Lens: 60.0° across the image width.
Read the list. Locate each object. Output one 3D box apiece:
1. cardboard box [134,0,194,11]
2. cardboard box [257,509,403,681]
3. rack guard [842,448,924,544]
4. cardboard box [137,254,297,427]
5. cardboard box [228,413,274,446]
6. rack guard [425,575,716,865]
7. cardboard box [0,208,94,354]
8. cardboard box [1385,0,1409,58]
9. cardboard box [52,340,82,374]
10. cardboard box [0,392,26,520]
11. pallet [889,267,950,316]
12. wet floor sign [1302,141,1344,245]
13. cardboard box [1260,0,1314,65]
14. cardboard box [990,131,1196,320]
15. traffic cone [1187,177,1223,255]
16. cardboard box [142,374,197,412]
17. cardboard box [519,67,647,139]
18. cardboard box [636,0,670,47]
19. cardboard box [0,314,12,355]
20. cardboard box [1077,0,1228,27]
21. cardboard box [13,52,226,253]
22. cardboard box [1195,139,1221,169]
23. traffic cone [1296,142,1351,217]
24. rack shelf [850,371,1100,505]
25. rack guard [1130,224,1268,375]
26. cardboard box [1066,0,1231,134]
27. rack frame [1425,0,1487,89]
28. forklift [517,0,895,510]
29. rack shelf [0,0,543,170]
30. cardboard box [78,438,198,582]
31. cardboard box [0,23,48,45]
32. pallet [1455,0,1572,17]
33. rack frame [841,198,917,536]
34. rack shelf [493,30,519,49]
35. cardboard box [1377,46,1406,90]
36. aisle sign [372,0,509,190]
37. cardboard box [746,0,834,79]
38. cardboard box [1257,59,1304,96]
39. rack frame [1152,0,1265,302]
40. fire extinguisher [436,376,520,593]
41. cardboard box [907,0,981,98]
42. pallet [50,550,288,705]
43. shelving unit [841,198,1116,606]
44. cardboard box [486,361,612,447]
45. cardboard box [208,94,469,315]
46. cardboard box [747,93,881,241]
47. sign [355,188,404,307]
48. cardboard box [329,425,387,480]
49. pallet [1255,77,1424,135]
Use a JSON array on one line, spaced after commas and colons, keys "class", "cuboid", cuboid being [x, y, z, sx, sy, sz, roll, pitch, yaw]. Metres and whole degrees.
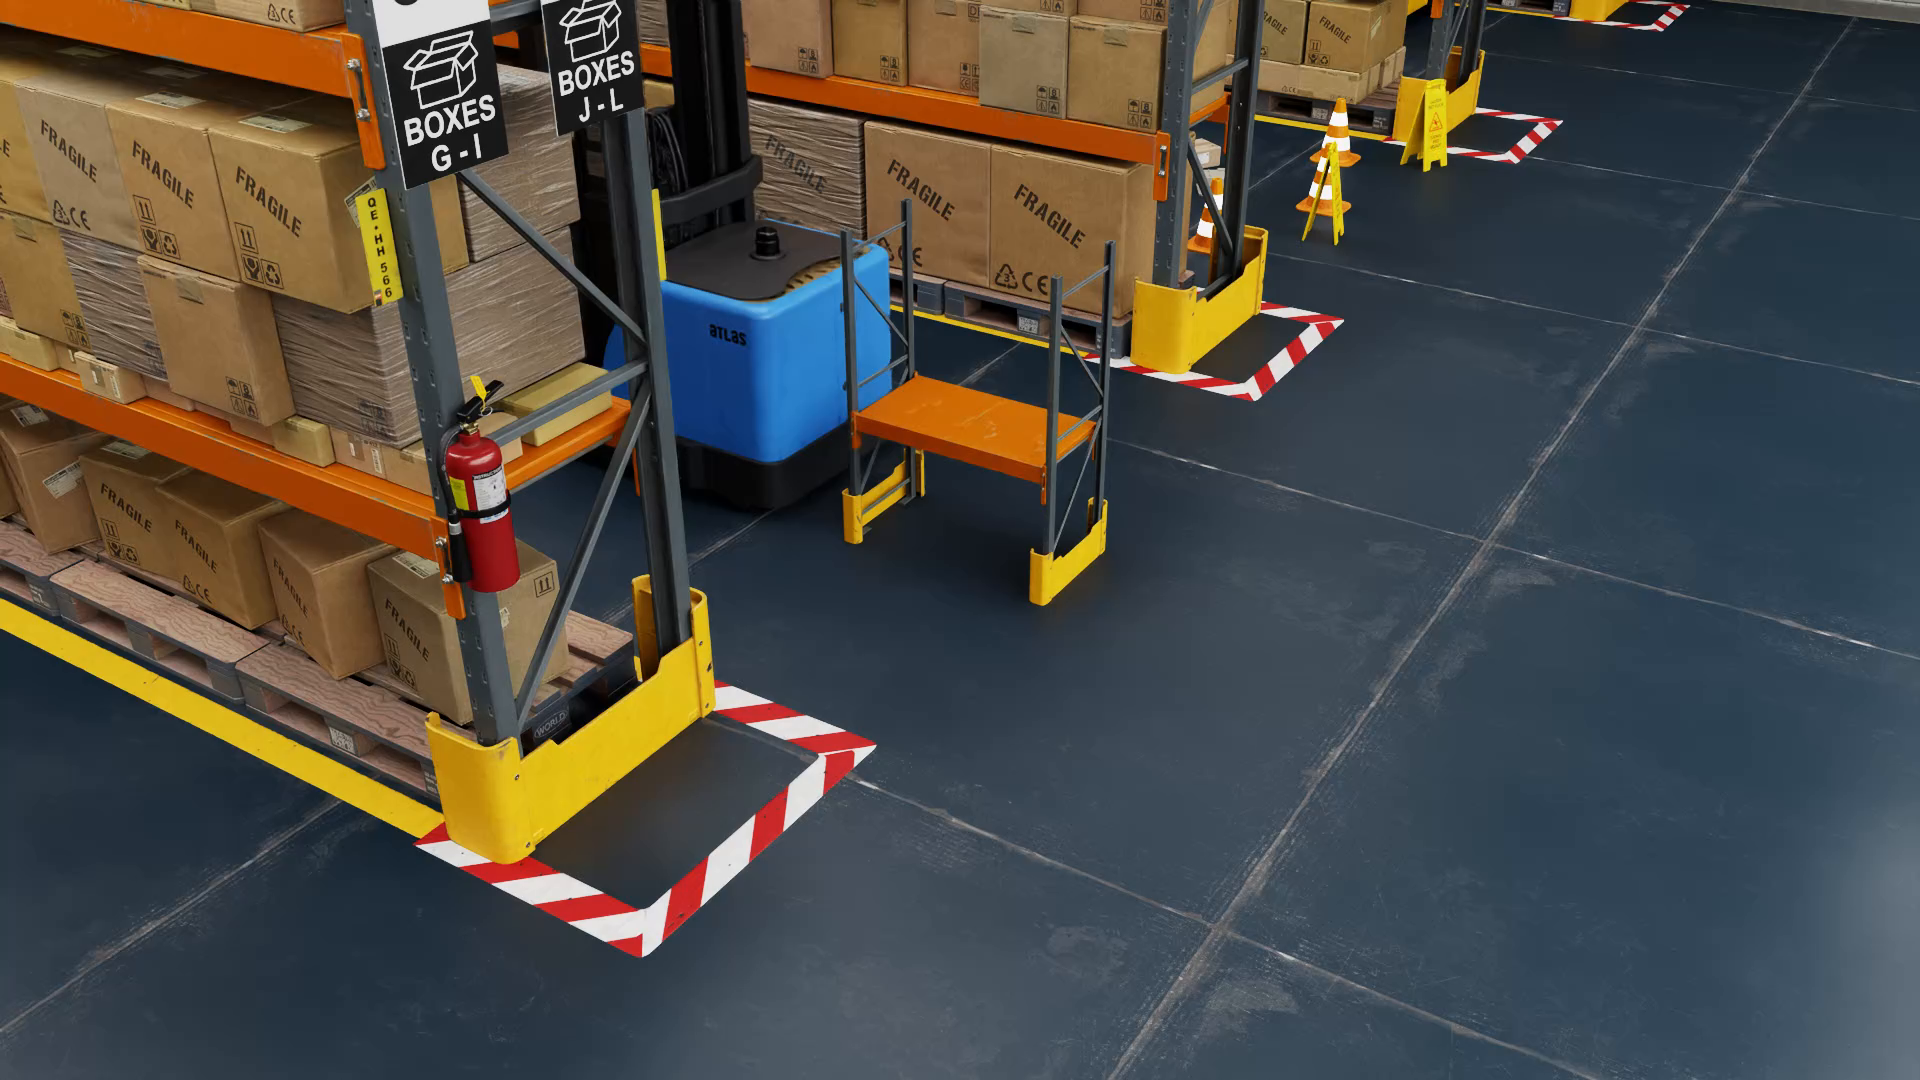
[{"class": "cardboard box", "cuboid": [-2.307, -1.809, 5.046, 0.500, 0.250, 0.500, 18, 35, 28]}, {"class": "cardboard box", "cuboid": [-2.384, 0.154, 6.574, 0.500, 0.500, 0.500, -25, 38, -36]}, {"class": "rack guard", "cuboid": [-0.357, -0.221, 7.881, 0.087, 0.250, 0.587, 18, 35, 27]}, {"class": "cardboard box", "cuboid": [-2.278, -0.838, 5.816, 0.500, 0.500, 0.875, 18, 35, 27]}, {"class": "cardboard box", "cuboid": [-2.344, -0.490, 5.863, 0.250, 0.149, 0.380, 18, 35, 27]}, {"class": "rack guard", "cuboid": [-1.404, 0.635, 6.166, 0.348, 0.500, 1.175, 18, 35, 27]}, {"class": "cardboard box", "cuboid": [-3.096, -1.130, 6.315, 0.500, 0.500, 0.875, 18, 35, 27]}, {"class": "cardboard box", "cuboid": [3.373, -4.312, 13.733, 0.500, 0.500, 0.500, 16, 34, 26]}, {"class": "cardboard box", "cuboid": [-3.191, -0.758, 6.322, 0.250, 0.149, 0.380, 18, 35, 27]}, {"class": "cardboard box", "cuboid": [-4.410, -0.474, 7.649, 0.500, 0.500, 0.500, 16, 34, 26]}, {"class": "pallet", "cuboid": [-0.365, -1.818, 10.657, 1.213, 0.211, 1.003, 18, 35, 27]}, {"class": "wet floor sign", "cuboid": [2.460, -2.335, 11.112, 0.232, 0.644, 0.267, 12, 32, 19]}, {"class": "cardboard box", "cuboid": [2.668, -4.214, 13.564, 0.500, 0.500, 0.500, 19, 35, 29]}, {"class": "cardboard box", "cuboid": [0.774, -1.932, 9.776, 0.875, 0.875, 0.875, 18, 35, 28]}, {"class": "traffic cone", "cuboid": [1.688, -2.167, 11.006, 0.334, 0.463, 0.336, 18, 35, 27]}, {"class": "cardboard box", "cuboid": [-2.758, -0.632, 6.107, 0.250, 0.149, 0.380, 18, 35, 27]}, {"class": "cardboard box", "cuboid": [-2.578, -2.924, 11.601, 0.750, 0.750, 1.050, 17, 34, 27]}, {"class": "cardboard box", "cuboid": [-1.686, -3.557, 10.722, 0.550, 0.550, 0.875, 18, 35, 27]}, {"class": "cardboard box", "cuboid": [-3.633, -0.878, 6.527, 0.250, 0.149, 0.380, 18, 35, 27]}, {"class": "cardboard box", "cuboid": [1.090, -3.162, 8.973, 0.550, 0.550, 0.875, 18, 35, 27]}, {"class": "cardboard box", "cuboid": [-2.785, -1.337, 5.678, 0.500, 0.500, 0.500, 18, 35, 27]}, {"class": "cardboard box", "cuboid": [1.746, -2.912, 12.594, 0.380, 0.149, 0.250, -15, 33, -24]}, {"class": "traffic cone", "cuboid": [2.577, -2.558, 11.676, 0.334, 0.463, 0.336, 18, 35, 27]}, {"class": "rack shelf", "cuboid": [0.072, -0.470, 7.424, 1.000, 0.185, 0.538, 18, 35, 27]}, {"class": "rack guard", "cuboid": [1.404, -1.429, 9.703, 0.348, 0.500, 1.175, 18, 35, 27]}, {"class": "cardboard box", "cuboid": [1.045, -2.660, 9.183, 0.550, 0.550, 0.875, 18, 35, 27]}, {"class": "rack frame", "cuboid": [3.929, -4.654, 12.751, 0.127, 3.000, 1.000, 18, 35, 27]}, {"class": "forklift", "cuboid": [-1.843, -1.967, 8.214, 3.031, 2.935, 1.130, 18, 35, 28]}, {"class": "rack shelf", "cuboid": [-3.033, -1.946, 5.845, 4.000, 0.370, 1.077, 18, 35, 27]}, {"class": "cardboard box", "cuboid": [-3.353, -0.191, 7.164, 0.500, 0.500, 0.500, 14, 33, 23]}, {"class": "cardboard box", "cuboid": [-3.634, -1.603, 6.135, 0.500, 0.500, 0.500, 18, 35, 27]}, {"class": "pallet", "cuboid": [5.895, -5.756, 17.408, 1.213, 0.211, 1.003, 18, 35, 27]}, {"class": "rack frame", "cuboid": [-0.358, -0.761, 7.566, 0.032, 1.500, 0.500, 18, 35, 27]}, {"class": "rack shelf", "cuboid": [-3.699, -3.811, 12.020, 4.000, 0.370, 1.077, 18, 35, 27]}, {"class": "cardboard box", "cuboid": [3.393, -3.982, 13.911, 0.500, 0.250, 0.500, 17, 34, 27]}, {"class": "aisle sign", "cuboid": [-1.446, -1.403, 4.598, 0.004, 0.787, 0.394, 18, 35, 27]}, {"class": "cardboard box", "cuboid": [-0.813, -3.225, 10.152, 0.550, 0.550, 0.875, 18, 35, 27]}, {"class": "cardboard box", "cuboid": [2.667, -3.892, 13.757, 0.500, 0.250, 0.500, 18, 35, 28]}, {"class": "rack frame", "cuboid": [1.383, -2.515, 9.084, 0.127, 3.000, 1.000, 18, 35, 27]}, {"class": "fire extinguisher", "cuboid": [-1.487, -0.164, 5.131, 0.183, 0.674, 0.296, 18, 35, 27]}, {"class": "cardboard box", "cuboid": [0.160, -3.001, 9.769, 0.550, 0.550, 0.875, 18, 35, 27]}, {"class": "pallet", "cuboid": [-3.102, 0.199, 7.199, 1.213, 0.211, 1.003, 18, 35, 27]}, {"class": "shelving unit", "cuboid": [0.065, -0.627, 7.337, 1.083, 1.500, 0.587, 18, 35, 27]}, {"class": "cardboard box", "cuboid": [-1.454, -0.494, 5.870, 0.250, 0.149, 0.380, 18, 35, 27]}, {"class": "cardboard box", "cuboid": [-1.936, -1.070, 5.221, 0.500, 0.500, 0.500, 18, 35, 27]}, {"class": "cardboard box", "cuboid": [-0.744, -2.412, 10.599, 0.875, 0.875, 0.875, 18, 35, 28]}, {"class": "sign", "cuboid": [-1.651, -0.830, 4.733, 0.005, 0.325, 0.100, 18, 35, 27]}, {"class": "cardboard box", "cuboid": [-1.902, -0.372, 5.660, 0.250, 0.149, 0.380, 18, 35, 27]}, {"class": "pallet", "cuboid": [3.196, -3.703, 13.888, 1.213, 0.211, 1.003, 18, 35, 27]}]
